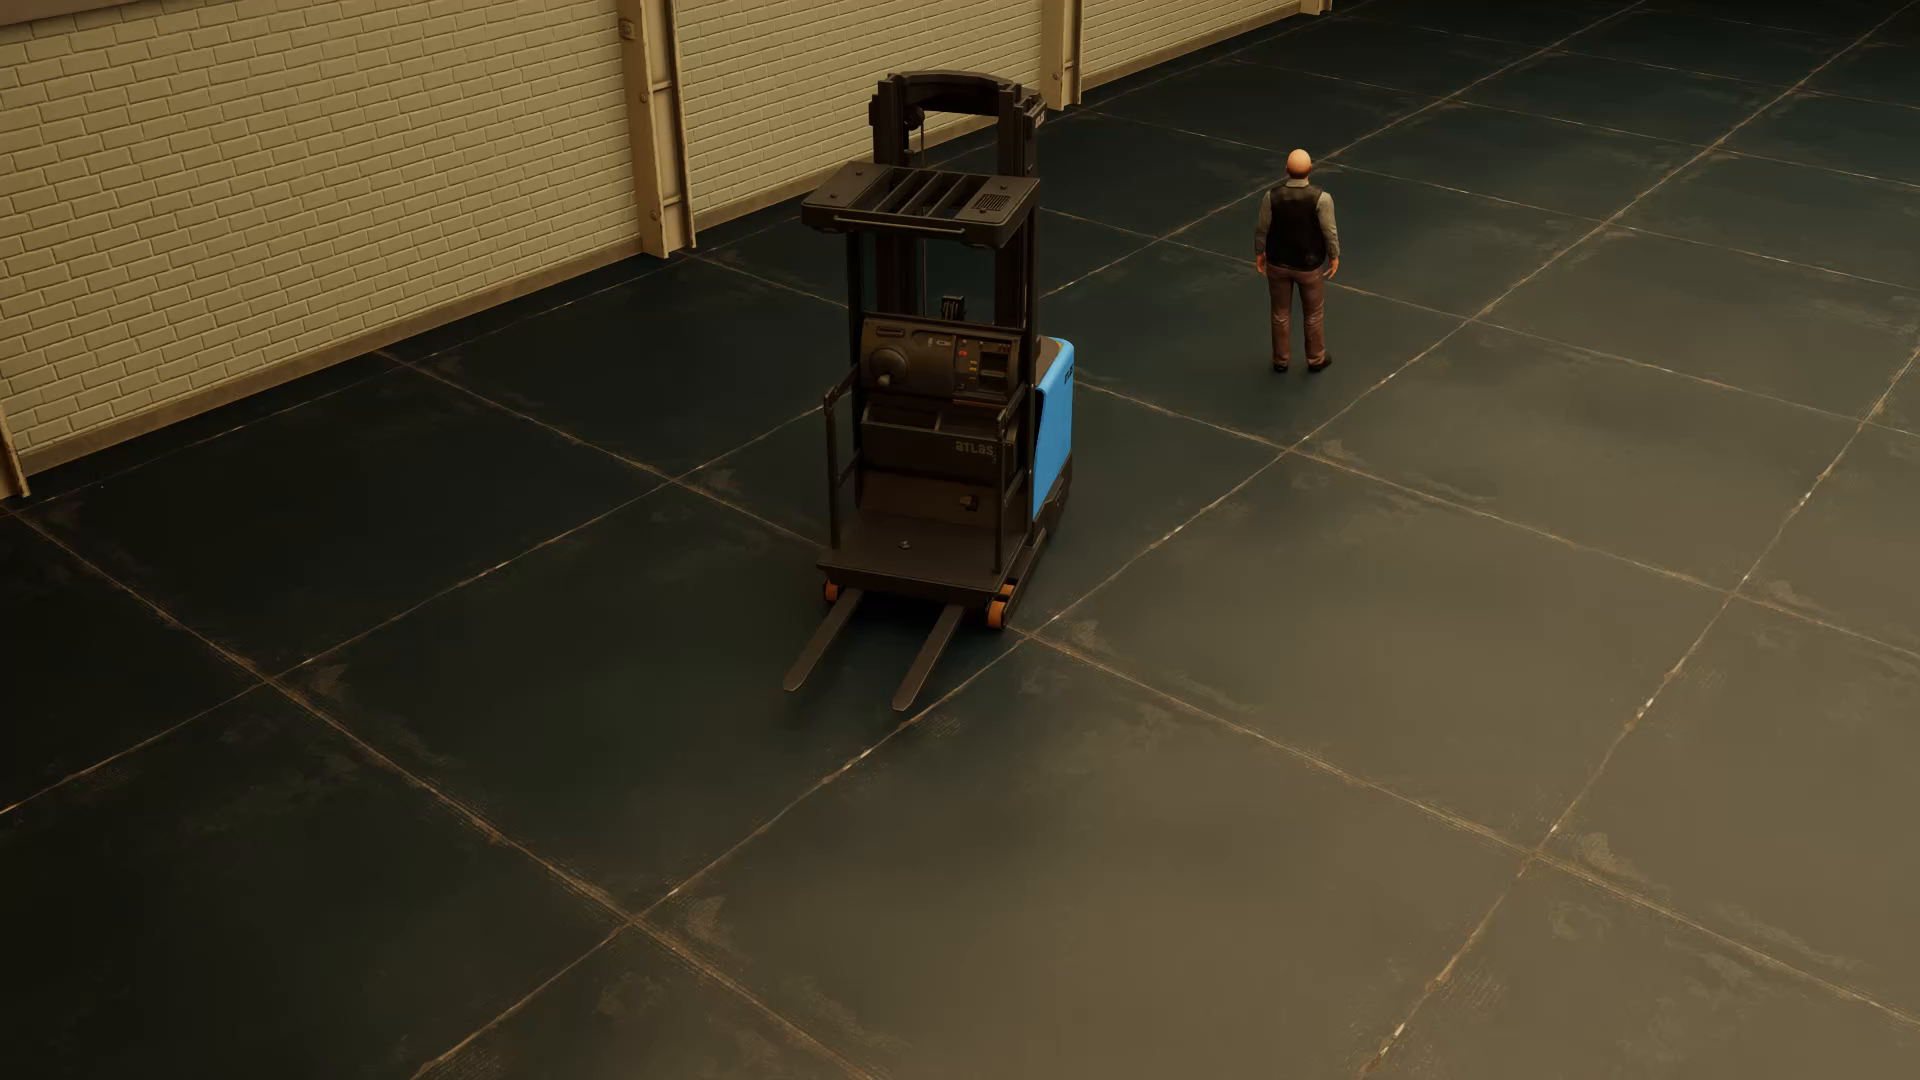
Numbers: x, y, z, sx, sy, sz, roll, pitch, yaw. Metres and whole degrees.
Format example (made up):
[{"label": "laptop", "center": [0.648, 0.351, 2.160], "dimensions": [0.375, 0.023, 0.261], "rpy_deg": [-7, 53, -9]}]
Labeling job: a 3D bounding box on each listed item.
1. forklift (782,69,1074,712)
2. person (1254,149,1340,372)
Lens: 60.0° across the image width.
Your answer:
[{"label": "forklift", "center": [-0.176, -0.972, 9.258], "dimensions": [1.130, 2.935, 3.031], "rpy_deg": [9, 31, 14]}, {"label": "person", "center": [2.502, -2.075, 12.331], "dimensions": [0.631, 1.720, 0.568], "rpy_deg": [11, 32, 18]}]
